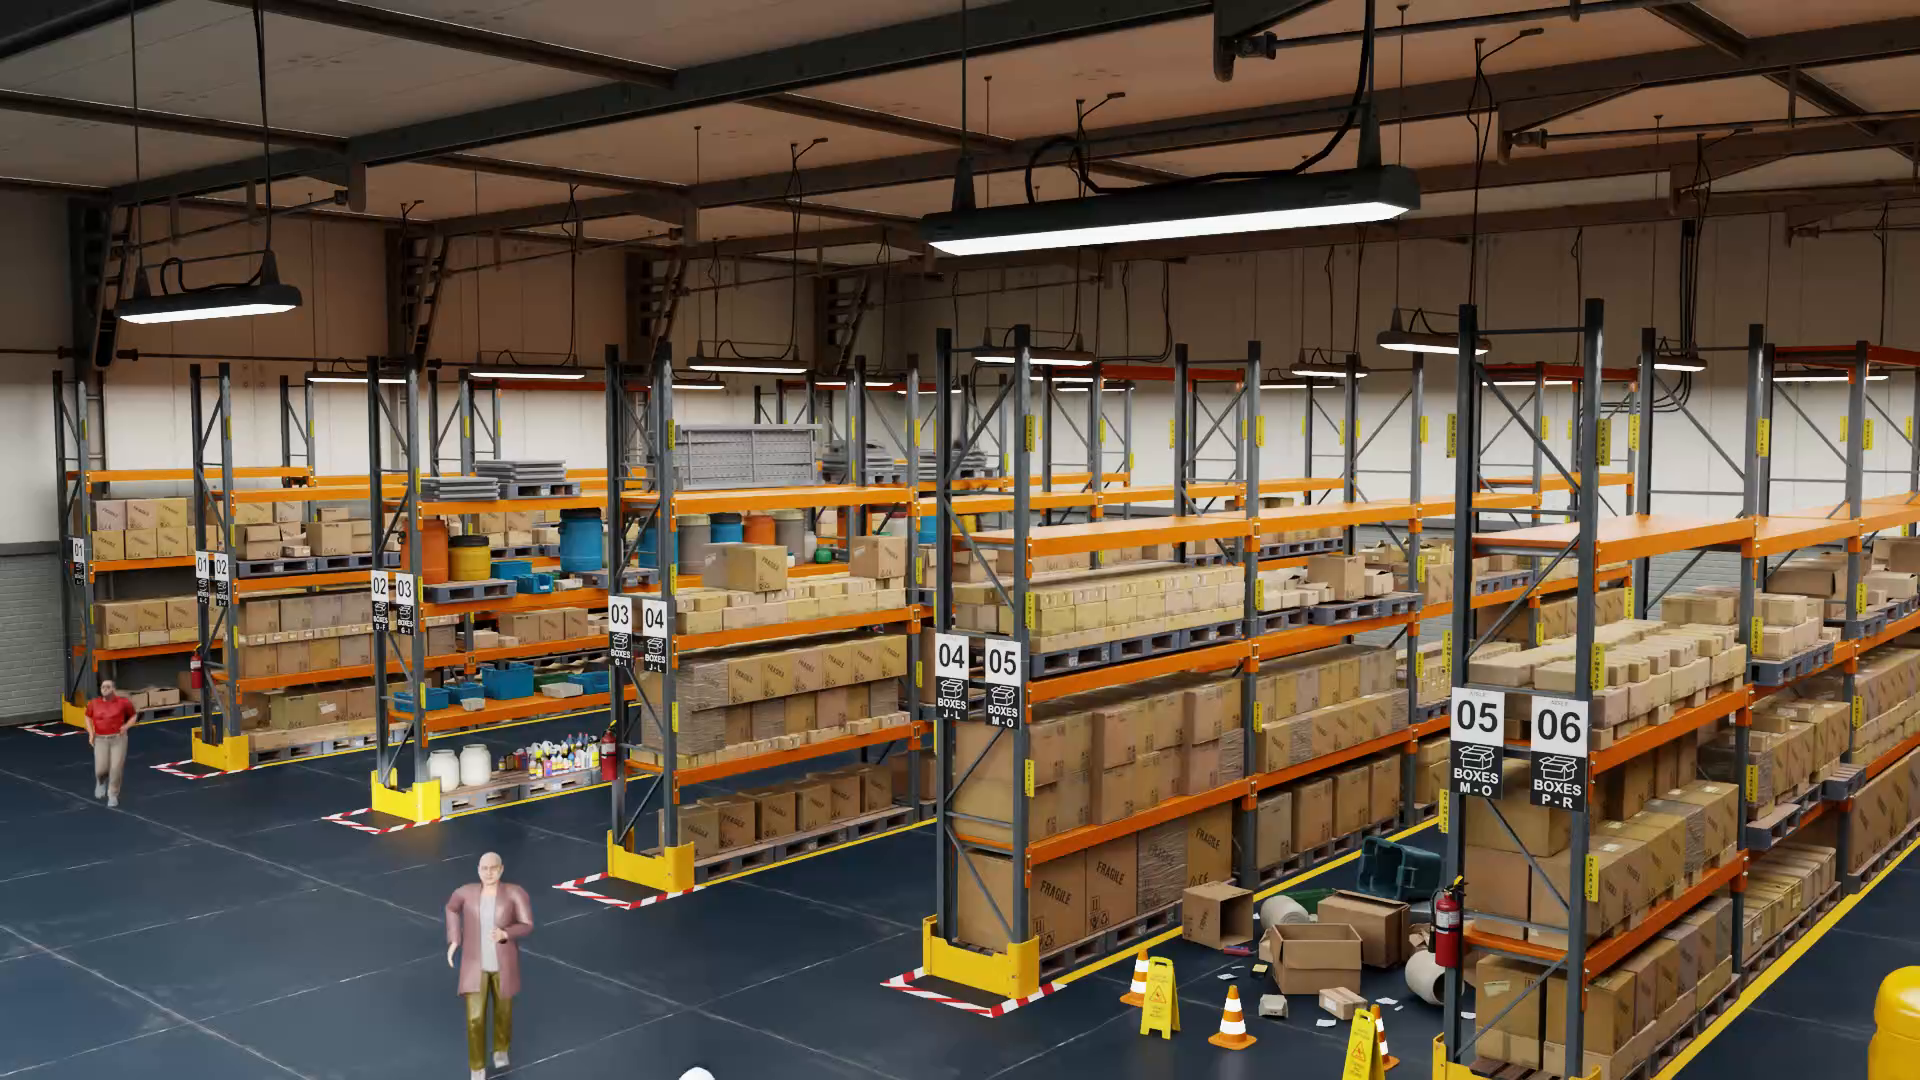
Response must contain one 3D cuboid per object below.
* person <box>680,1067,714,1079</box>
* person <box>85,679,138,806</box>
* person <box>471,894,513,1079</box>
[{"bbox_3d":[-1.398,3.661,8.800,0.540,1.772,0.880,0,4,-5],"label":"person"},{"bbox_3d":[-11.412,2.717,22.329,0.628,1.694,0.631,-2,4,-21],"label":"person"},{"bbox_3d":[-3.661,3.473,13.039,0.608,1.583,0.687,-1,4,-15],"label":"person"}]
